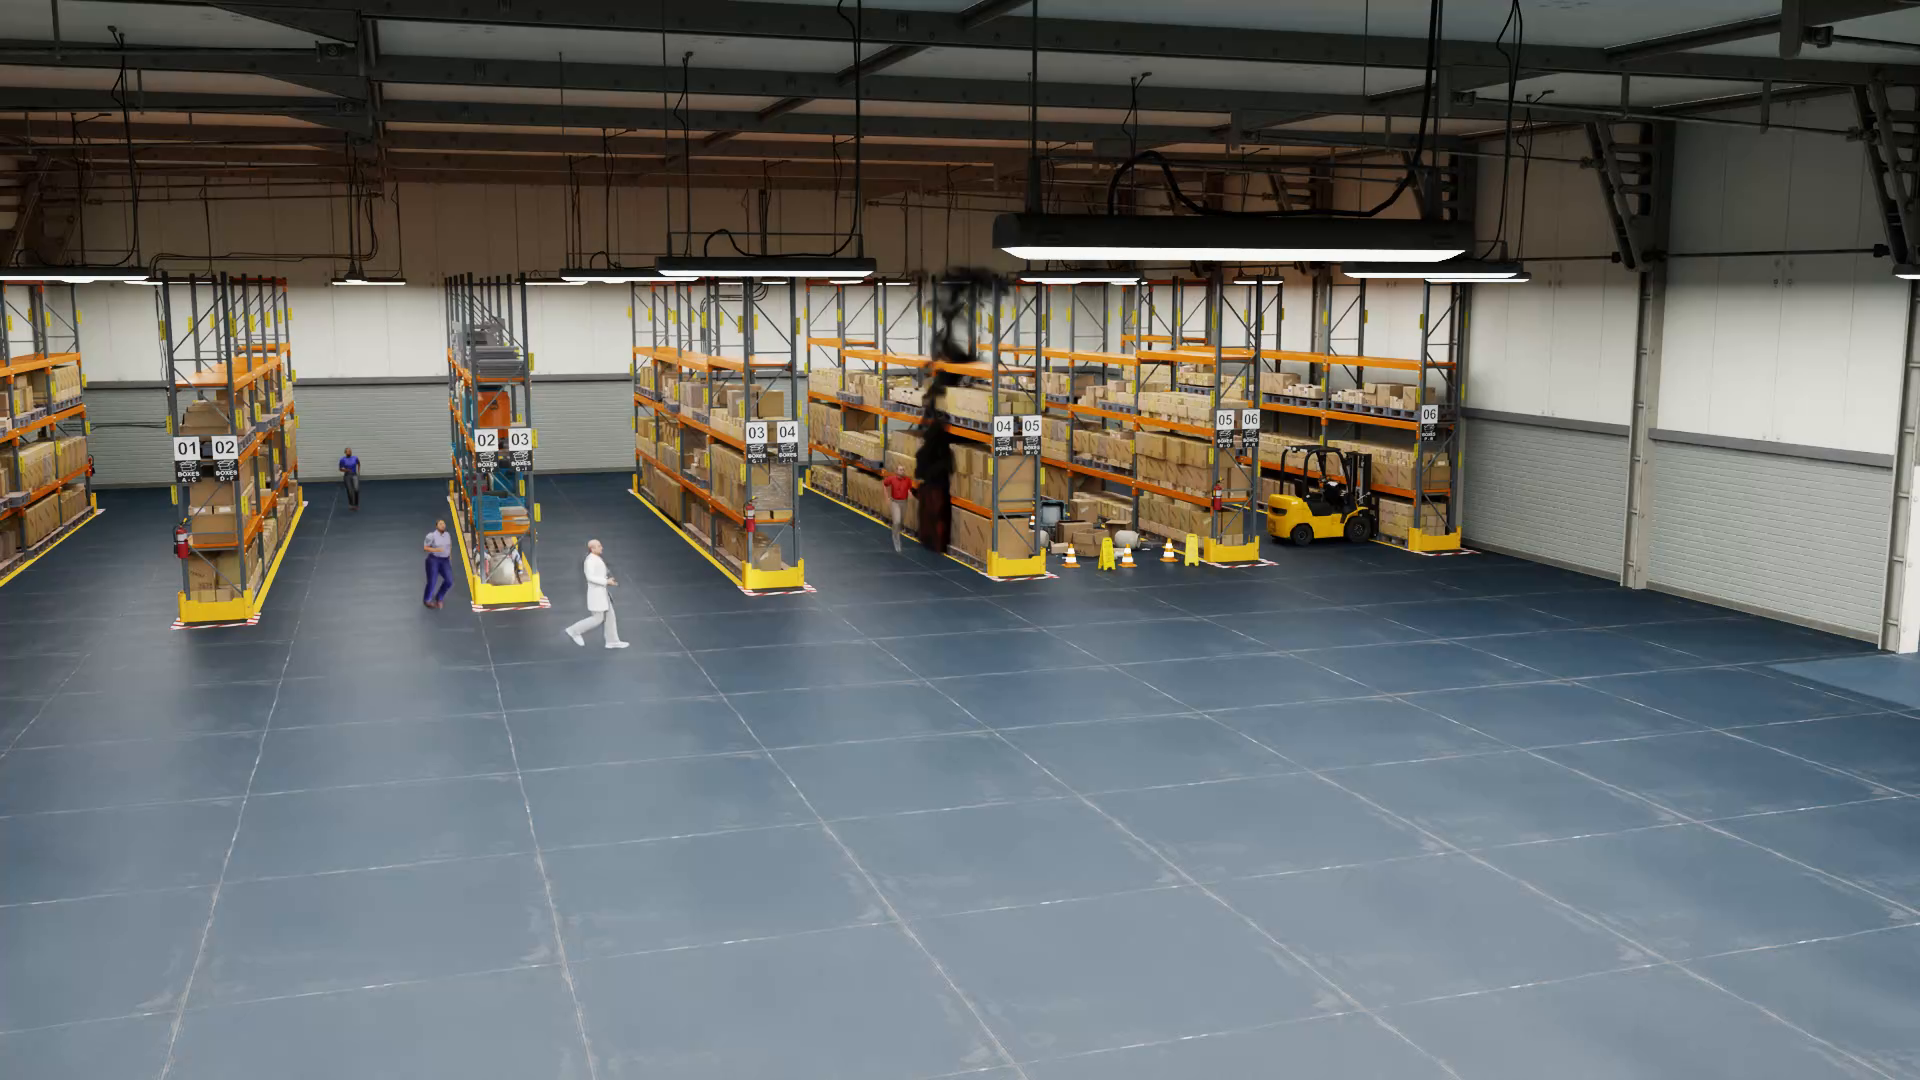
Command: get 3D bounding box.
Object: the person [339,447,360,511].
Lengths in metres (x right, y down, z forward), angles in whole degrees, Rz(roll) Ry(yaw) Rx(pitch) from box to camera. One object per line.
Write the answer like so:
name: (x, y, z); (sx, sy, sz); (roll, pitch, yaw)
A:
person: (-15.800, -1.563, 43.106); (0.547, 1.686, 0.715); (-4, 10, -25)

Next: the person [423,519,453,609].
person: (-9.337, 0.441, 29.905); (0.607, 1.658, 0.663); (-8, 12, -43)

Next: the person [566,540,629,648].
person: (-5.768, 0.862, 26.398); (0.979, 1.754, 0.721); (0, 9, -3)

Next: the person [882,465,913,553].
person: (-1.278, -0.679, 35.295); (0.573, 1.848, 0.826); (-5, 10, -30)
